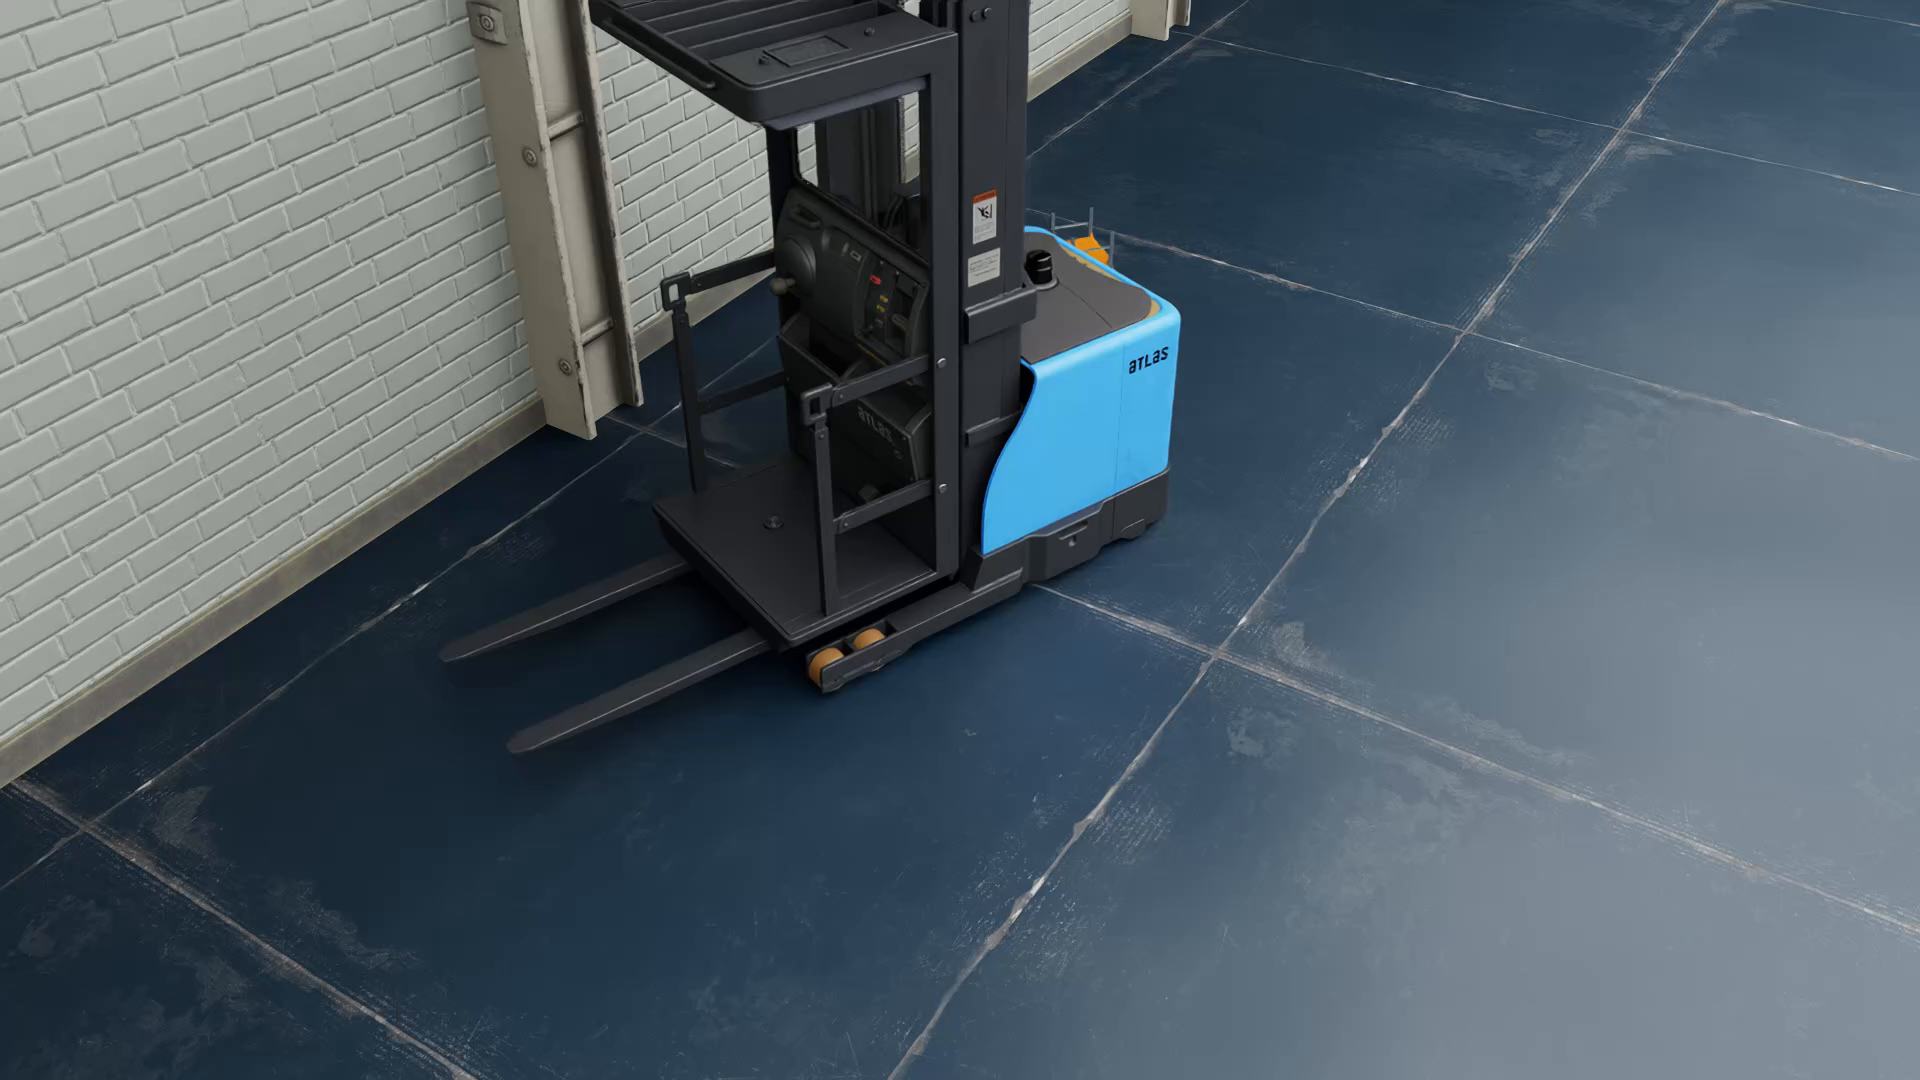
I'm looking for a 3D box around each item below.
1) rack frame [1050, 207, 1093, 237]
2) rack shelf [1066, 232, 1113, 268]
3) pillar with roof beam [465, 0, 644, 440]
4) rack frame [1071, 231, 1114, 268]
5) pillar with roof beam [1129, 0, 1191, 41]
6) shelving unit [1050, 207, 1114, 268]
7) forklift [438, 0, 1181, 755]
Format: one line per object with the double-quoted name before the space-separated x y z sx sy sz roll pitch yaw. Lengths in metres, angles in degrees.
"rack frame" 0.503 -1.059 7.763 0.200 1.050 0.008 -11 39 -14
"rack shelf" 0.541 -1.204 7.505 0.215 0.259 0.240 -11 39 -14
"pillar with roof beam" 1.860 -2.778 3.483 9.100 9.000 0.400 21 42 25
"rack frame" 0.579 -0.917 7.580 0.200 1.050 0.008 -11 39 -14
"pillar with roof beam" 5.075 -5.871 7.496 9.100 9.000 0.400 21 42 25
"shelving unit" 0.541 -0.988 7.671 0.215 1.050 0.252 -11 39 -14
"forklift" -0.576 -0.939 6.068 3.031 2.935 1.130 -24 44 -28
